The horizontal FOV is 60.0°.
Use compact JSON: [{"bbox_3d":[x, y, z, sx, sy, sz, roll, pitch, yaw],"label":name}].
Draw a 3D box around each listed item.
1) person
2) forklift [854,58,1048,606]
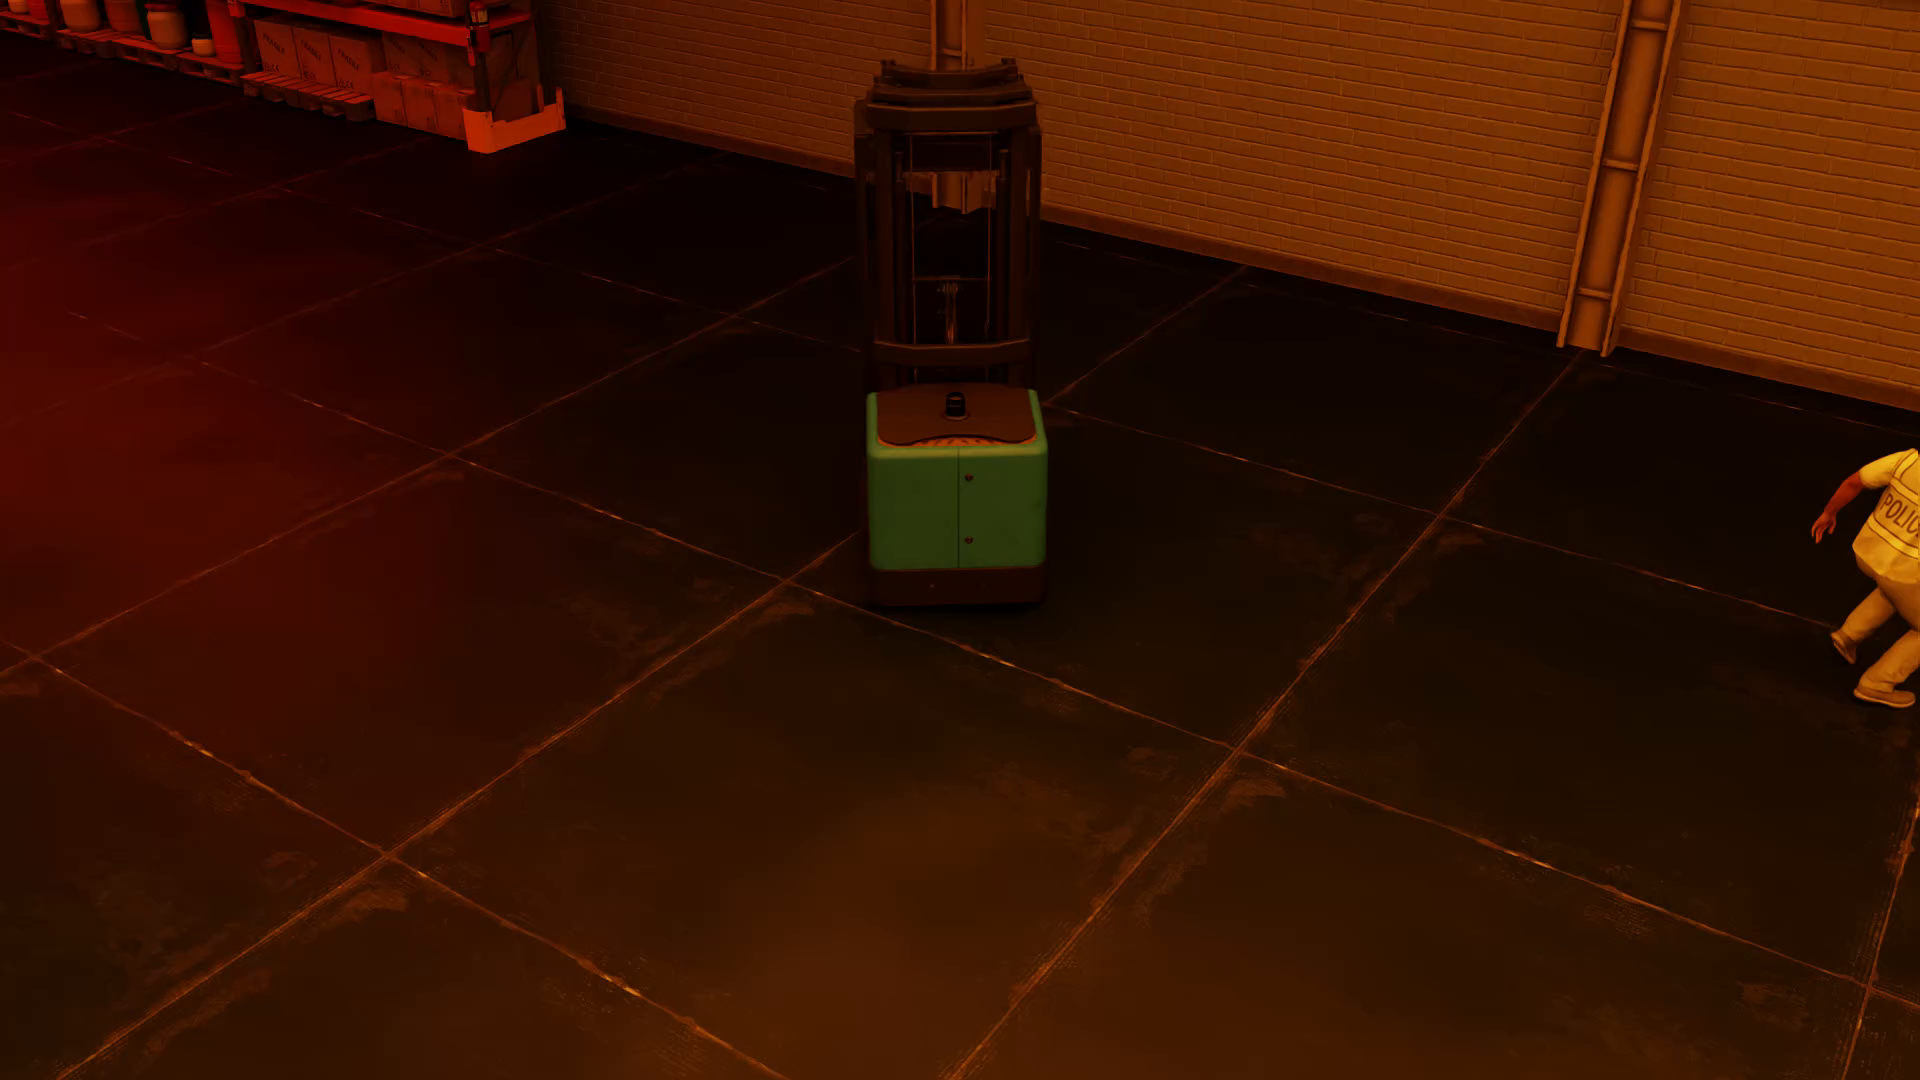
[{"bbox_3d":[4.990,0.091,8.714,0.680,1.678,0.769,-7,31,-12],"label":"person"},{"bbox_3d":[-0.084,-1.589,10.318,1.130,2.935,3.031,-1,30,-3],"label":"forklift"}]
